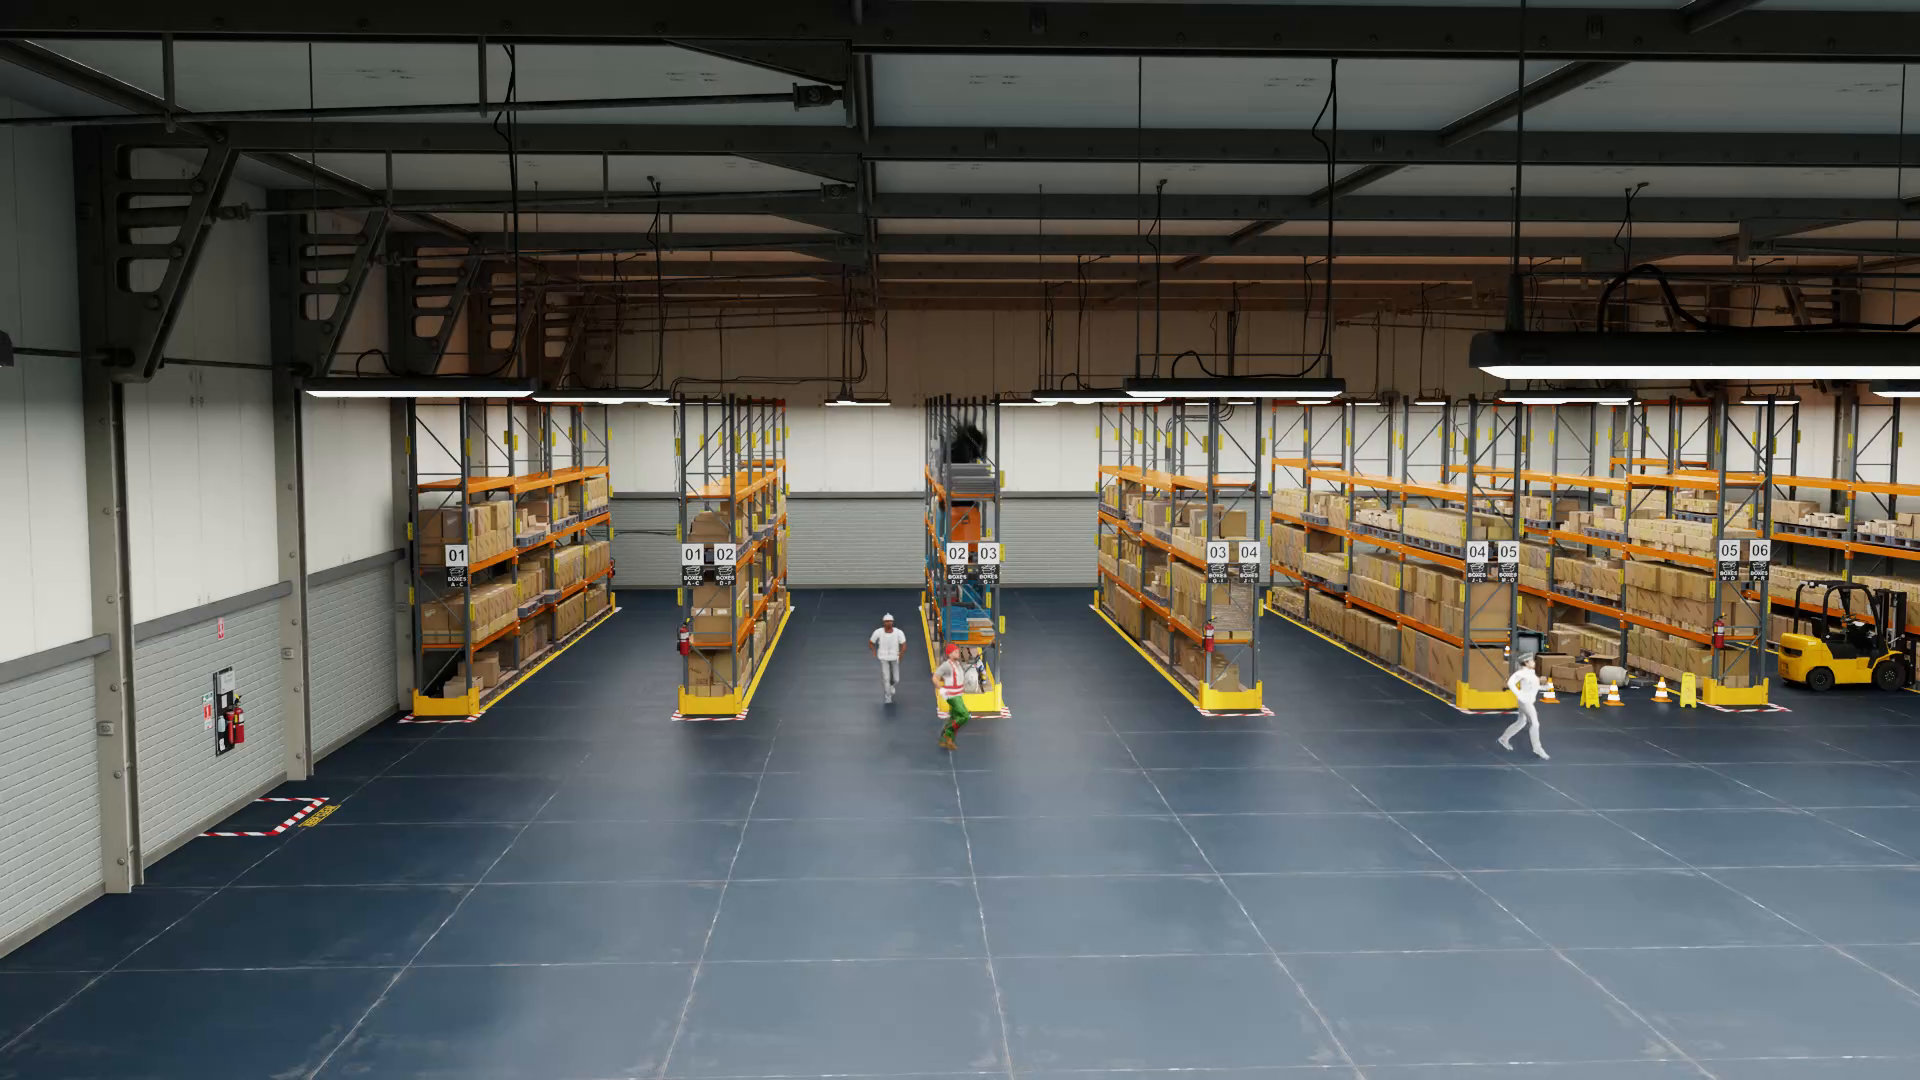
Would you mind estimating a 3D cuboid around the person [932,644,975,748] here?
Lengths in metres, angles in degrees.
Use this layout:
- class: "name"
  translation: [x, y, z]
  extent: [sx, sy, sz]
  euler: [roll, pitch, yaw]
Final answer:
- class: "person"
  translation: [-0.068, 2.623, 27.905]
  extent: [0.656, 1.748, 0.646]
  euler: [2, 5, 21]

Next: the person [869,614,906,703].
- class: "person"
  translation: [-1.409, 2.307, 32.418]
  extent: [0.733, 1.742, 0.711]
  euler: [-1, 5, -8]

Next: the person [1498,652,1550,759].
- class: "person"
  translation: [9.327, 2.706, 27.421]
  extent: [0.844, 1.736, 0.605]
  euler: [3, 5, 31]

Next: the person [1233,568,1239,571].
- class: "person"
  translation: [7.728, 1.304, 46.264]
  extent: [0.590, 1.585, 0.871]
  euler: [1, 5, 10]

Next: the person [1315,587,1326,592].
- class: "person"
  translation: [10.707, 1.035, 49.267]
  extent: [0.621, 1.566, 0.513]
  euler: [0, 5, 0]
